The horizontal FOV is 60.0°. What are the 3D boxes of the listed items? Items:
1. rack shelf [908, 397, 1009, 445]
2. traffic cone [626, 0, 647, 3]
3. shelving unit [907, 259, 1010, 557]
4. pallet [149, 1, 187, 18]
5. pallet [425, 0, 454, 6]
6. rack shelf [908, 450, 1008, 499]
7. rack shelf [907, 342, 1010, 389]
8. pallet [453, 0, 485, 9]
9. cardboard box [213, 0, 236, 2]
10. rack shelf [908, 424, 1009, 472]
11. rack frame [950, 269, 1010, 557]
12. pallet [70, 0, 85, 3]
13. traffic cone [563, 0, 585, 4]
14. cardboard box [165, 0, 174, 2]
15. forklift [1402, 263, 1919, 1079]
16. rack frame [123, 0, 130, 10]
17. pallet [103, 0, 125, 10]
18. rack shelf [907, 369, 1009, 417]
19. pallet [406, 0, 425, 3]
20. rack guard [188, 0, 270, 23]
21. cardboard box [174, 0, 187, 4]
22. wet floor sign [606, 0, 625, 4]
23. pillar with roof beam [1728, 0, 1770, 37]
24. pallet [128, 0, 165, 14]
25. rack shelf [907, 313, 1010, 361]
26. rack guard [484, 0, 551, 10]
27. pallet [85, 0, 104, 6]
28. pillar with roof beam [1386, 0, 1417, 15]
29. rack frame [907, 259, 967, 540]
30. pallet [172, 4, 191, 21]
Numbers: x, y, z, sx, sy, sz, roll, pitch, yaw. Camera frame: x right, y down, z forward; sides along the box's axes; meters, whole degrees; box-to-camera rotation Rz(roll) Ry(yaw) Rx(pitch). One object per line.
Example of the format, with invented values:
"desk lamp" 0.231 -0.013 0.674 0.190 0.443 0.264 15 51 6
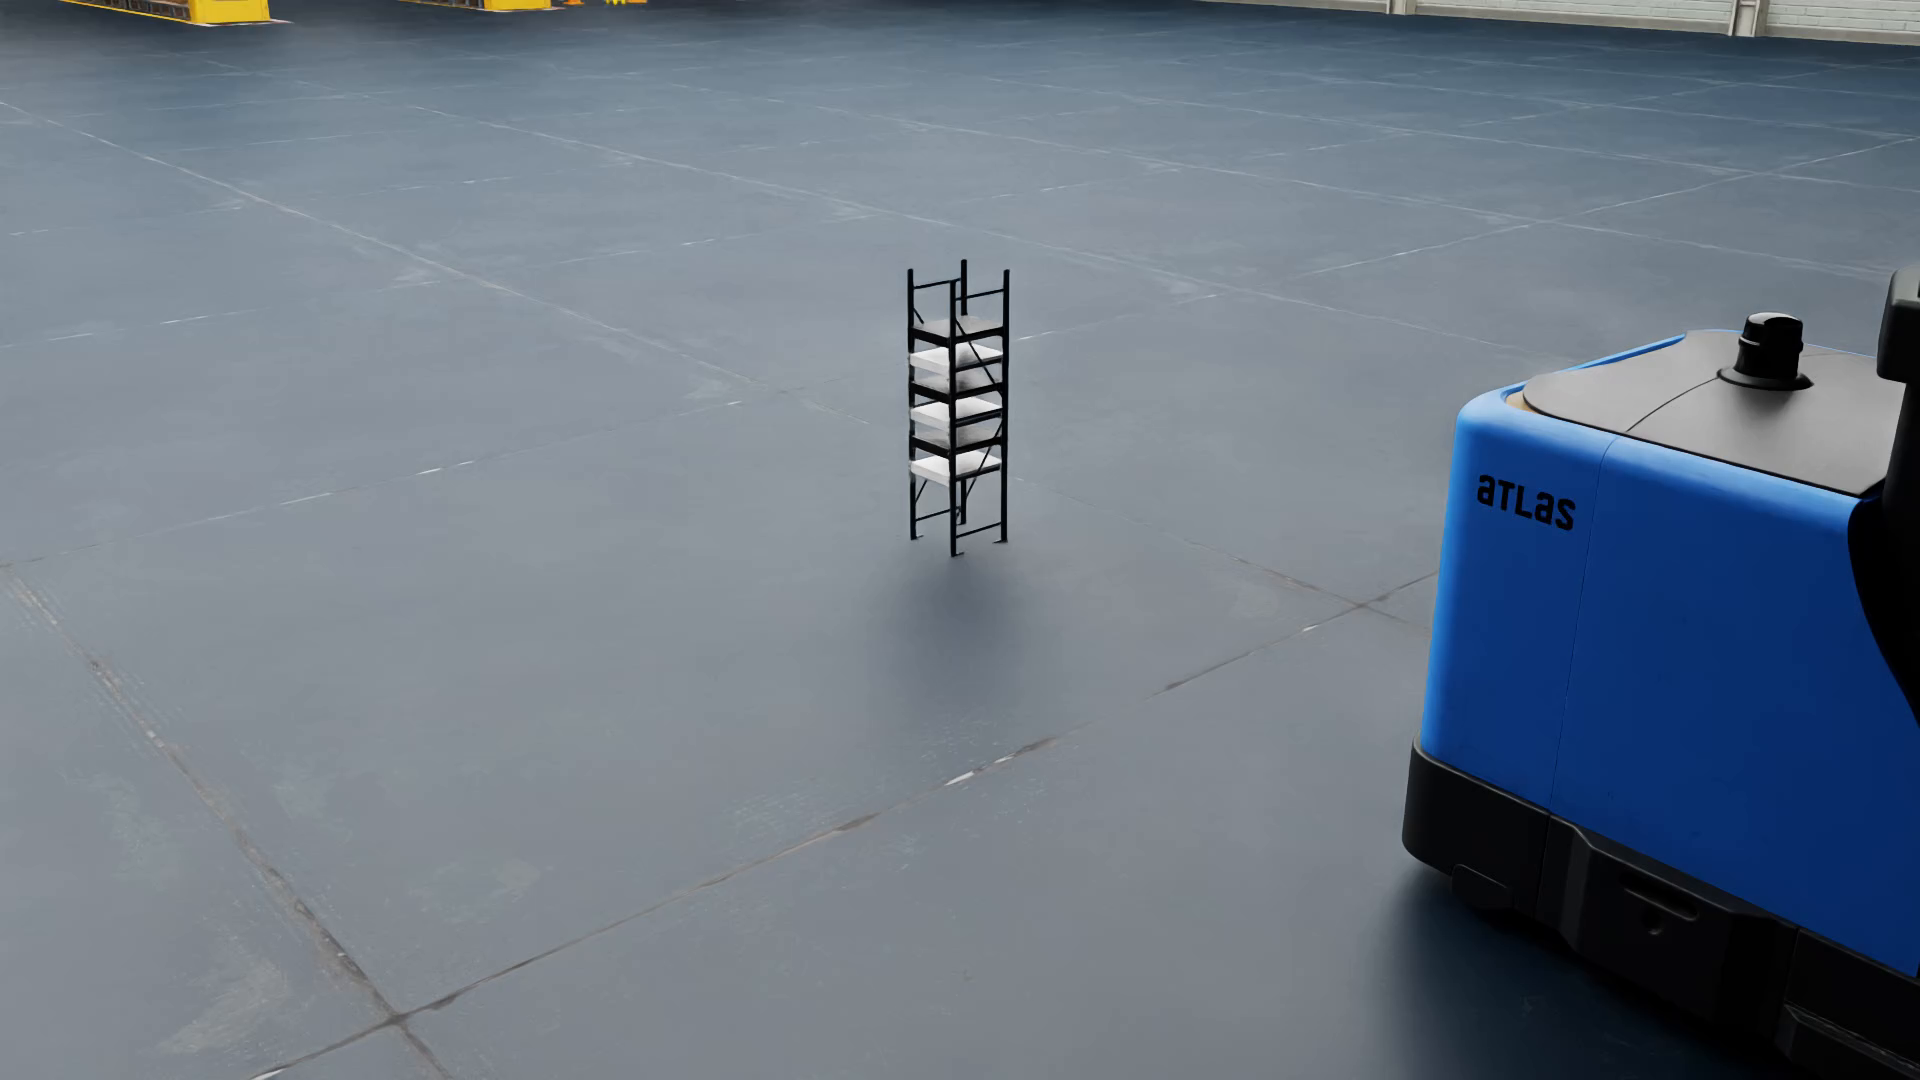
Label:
"rack shelf" -0.005 -0.390 5.338 0.258 0.077 0.200 -17 27 -37
"traffic cone" -6.135 -10.417 31.446 0.336 0.463 0.334 -17 27 -37
"shelving unit" -0.005 -0.421 5.326 0.258 0.900 0.210 -17 27 -37
"pallet" -13.111 -9.078 28.372 1.003 0.211 1.213 -17 27 -37
"pallet" -9.316 -10.179 31.184 1.003 0.211 1.213 -17 27 -37
"rack shelf" -0.005 -0.223 5.403 0.258 0.077 0.200 -17 27 -37
"rack shelf" -0.005 -0.558 5.272 0.258 0.077 0.200 -17 27 -37
"pallet" -8.524 -9.842 30.324 1.003 0.211 1.213 -17 27 -37
"cardboard box" -12.161 -8.994 27.185 0.500 0.500 0.500 -12 24 -28
"rack shelf" -0.005 -0.306 5.371 0.258 0.077 0.200 -17 27 -37
"rack frame" 0.061 -0.393 5.254 0.240 0.900 0.006 -17 27 -37
"pallet" -16.479 -10.481 31.955 1.003 0.211 1.213 -17 27 -37
"traffic cone" -7.213 -10.242 30.999 0.336 0.463 0.334 -17 27 -37
"cardboard box" -13.302 -9.493 28.460 0.500 0.500 0.500 19 29 40
"forklift" 2.273 -0.332 2.314 1.130 2.935 3.031 -16 27 -36
"rack frame" -14.377 -10.891 29.177 1.000 3.000 0.127 -17 27 -37
"pallet" -14.886 -9.807 30.234 1.003 0.211 1.213 -17 27 -37
"rack shelf" -0.005 -0.474 5.305 0.258 0.077 0.200 -17 27 -37
"pallet" -10.116 -10.516 32.045 1.003 0.211 1.213 -17 27 -37
"rack guard" -11.816 -8.643 26.865 1.175 0.500 0.348 -17 27 -37
"cardboard box" -12.971 -9.328 28.039 0.500 0.500 0.500 -14 26 -33
"wet floor sign" -6.424 -10.306 30.911 0.232 0.644 0.267 17 27 36
"pillar with roof beam" 8.216 -10.530 20.029 9.100 9.000 0.400 -17 27 -37
"pallet" -13.912 -9.415 29.233 1.003 0.211 1.213 -17 27 -37
"rack shelf" -0.005 -0.642 5.239 0.258 0.077 0.200 -17 27 -37
"rack guard" -7.927 -9.768 29.737 1.175 0.500 0.348 -17 27 -37
"pallet" -15.687 -10.144 31.095 1.003 0.211 1.213 -17 27 -37
"pillar with roof beam" 4.299 -12.187 24.261 9.100 9.000 0.400 -17 27 -37
"rack frame" -0.072 -0.449 5.397 0.240 0.900 0.006 -17 27 -37
"pallet" -12.319 -8.741 27.512 1.003 0.211 1.213 -17 27 -37
